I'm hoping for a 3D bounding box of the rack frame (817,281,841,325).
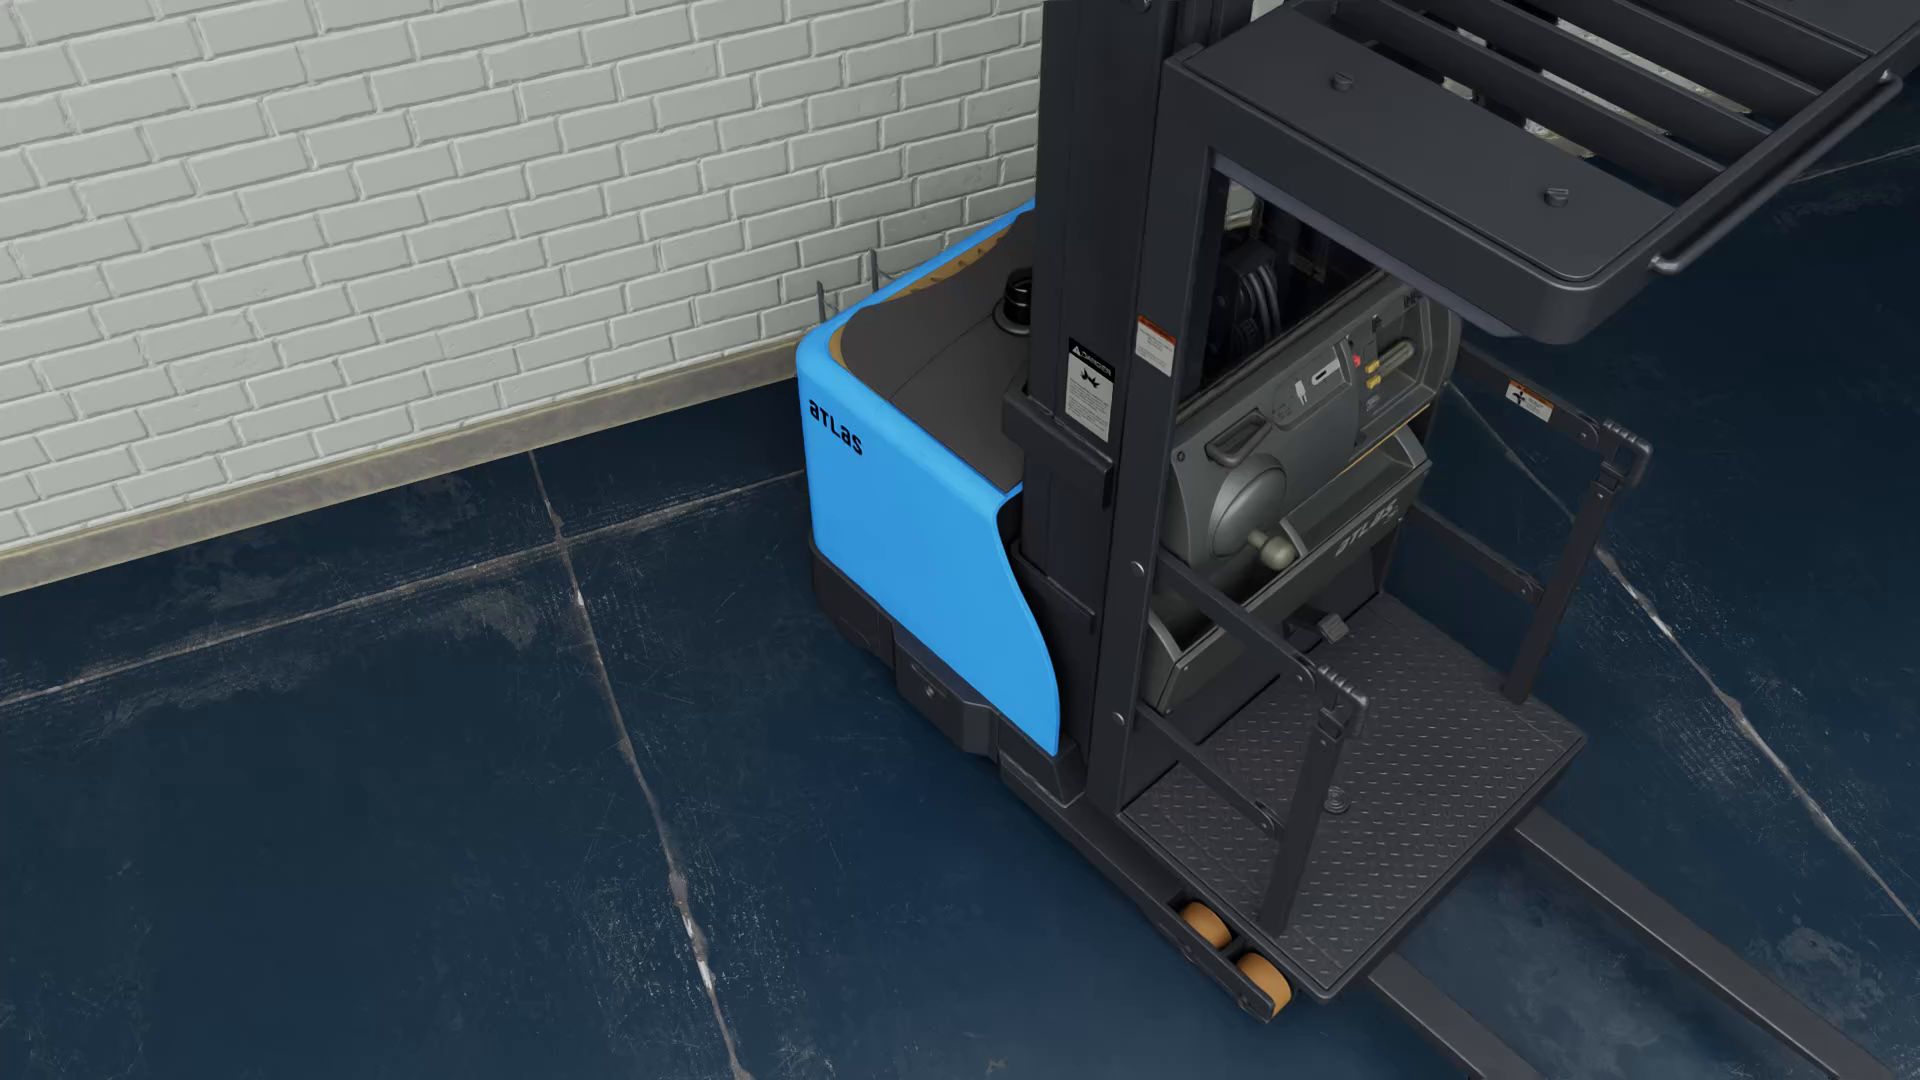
[{"bbox_3d":[-0.320,-0.372,4.976,0.006,0.900,0.240,-36,58,-27],"label":"rack frame"}]

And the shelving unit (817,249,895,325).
[{"bbox_3d":[-0.246,-0.425,5.022,0.210,0.900,0.258,-36,58,-27],"label":"shelving unit"}]

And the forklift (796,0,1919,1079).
[{"bbox_3d":[0.926,-0.195,3.485,1.130,2.935,3.031,-35,58,-26],"label":"forklift"}]

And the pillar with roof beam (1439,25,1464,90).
[{"bbox_3d":[3.027,-0.985,0.164,0.400,9.000,9.100,-17,52,-14],"label":"pillar with roof beam"}]

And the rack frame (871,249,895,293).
[{"bbox_3d":[-0.173,-0.478,5.067,0.006,0.900,0.240,-36,58,-27],"label":"rack frame"}]
